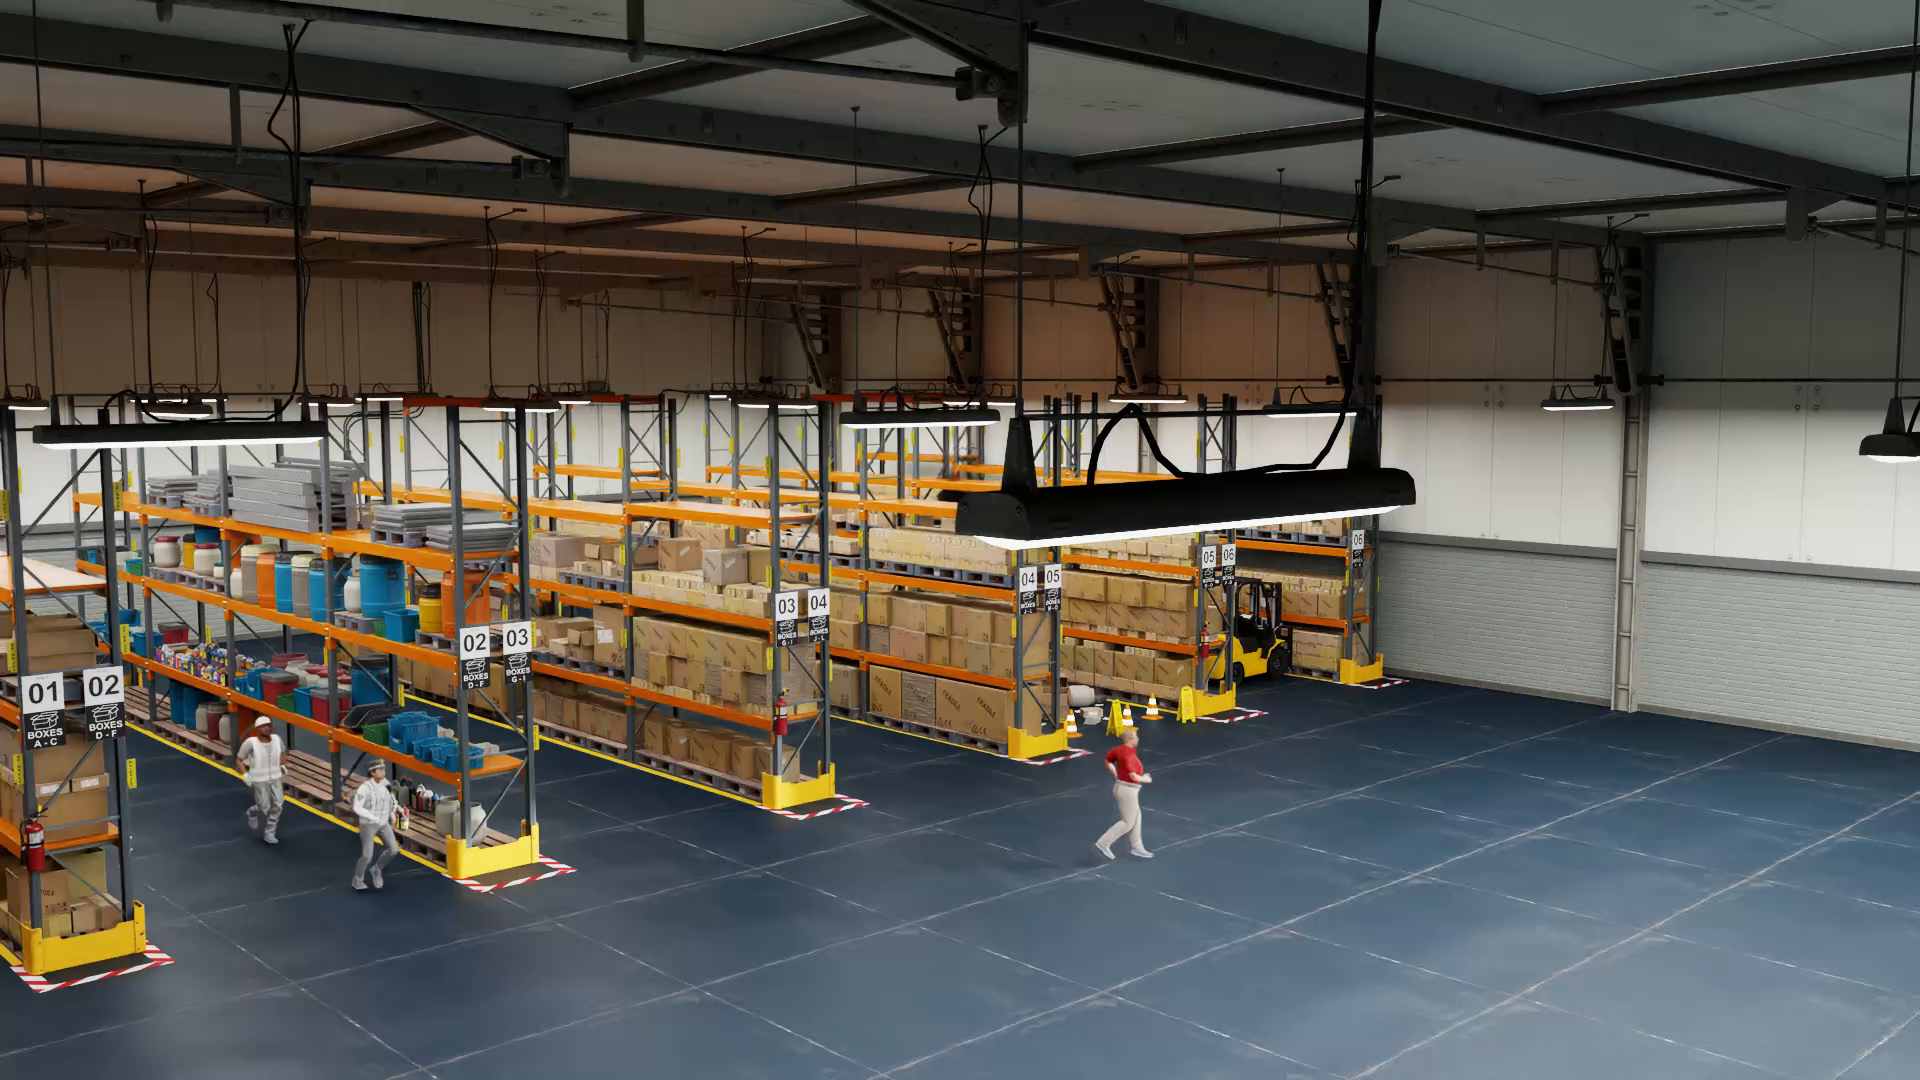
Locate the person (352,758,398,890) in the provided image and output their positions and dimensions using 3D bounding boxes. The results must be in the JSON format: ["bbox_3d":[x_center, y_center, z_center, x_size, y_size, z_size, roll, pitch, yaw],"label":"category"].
[{"bbox_3d":[-7.209,3.512,20.607,0.590,1.645,0.674,4,7,35],"label":"person"}]

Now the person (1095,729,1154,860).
[{"bbox_3d":[2.167,3.362,21.903,0.867,1.752,0.685,-1,6,-13],"label":"person"}]

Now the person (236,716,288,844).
[{"bbox_3d":[-9.533,3.270,22.790,0.602,1.737,0.689,5,8,43],"label":"person"}]

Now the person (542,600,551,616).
[{"bbox_3d":[-10.242,1.515,41.164,1.003,1.675,0.774,0,6,-1],"label":"person"}]
